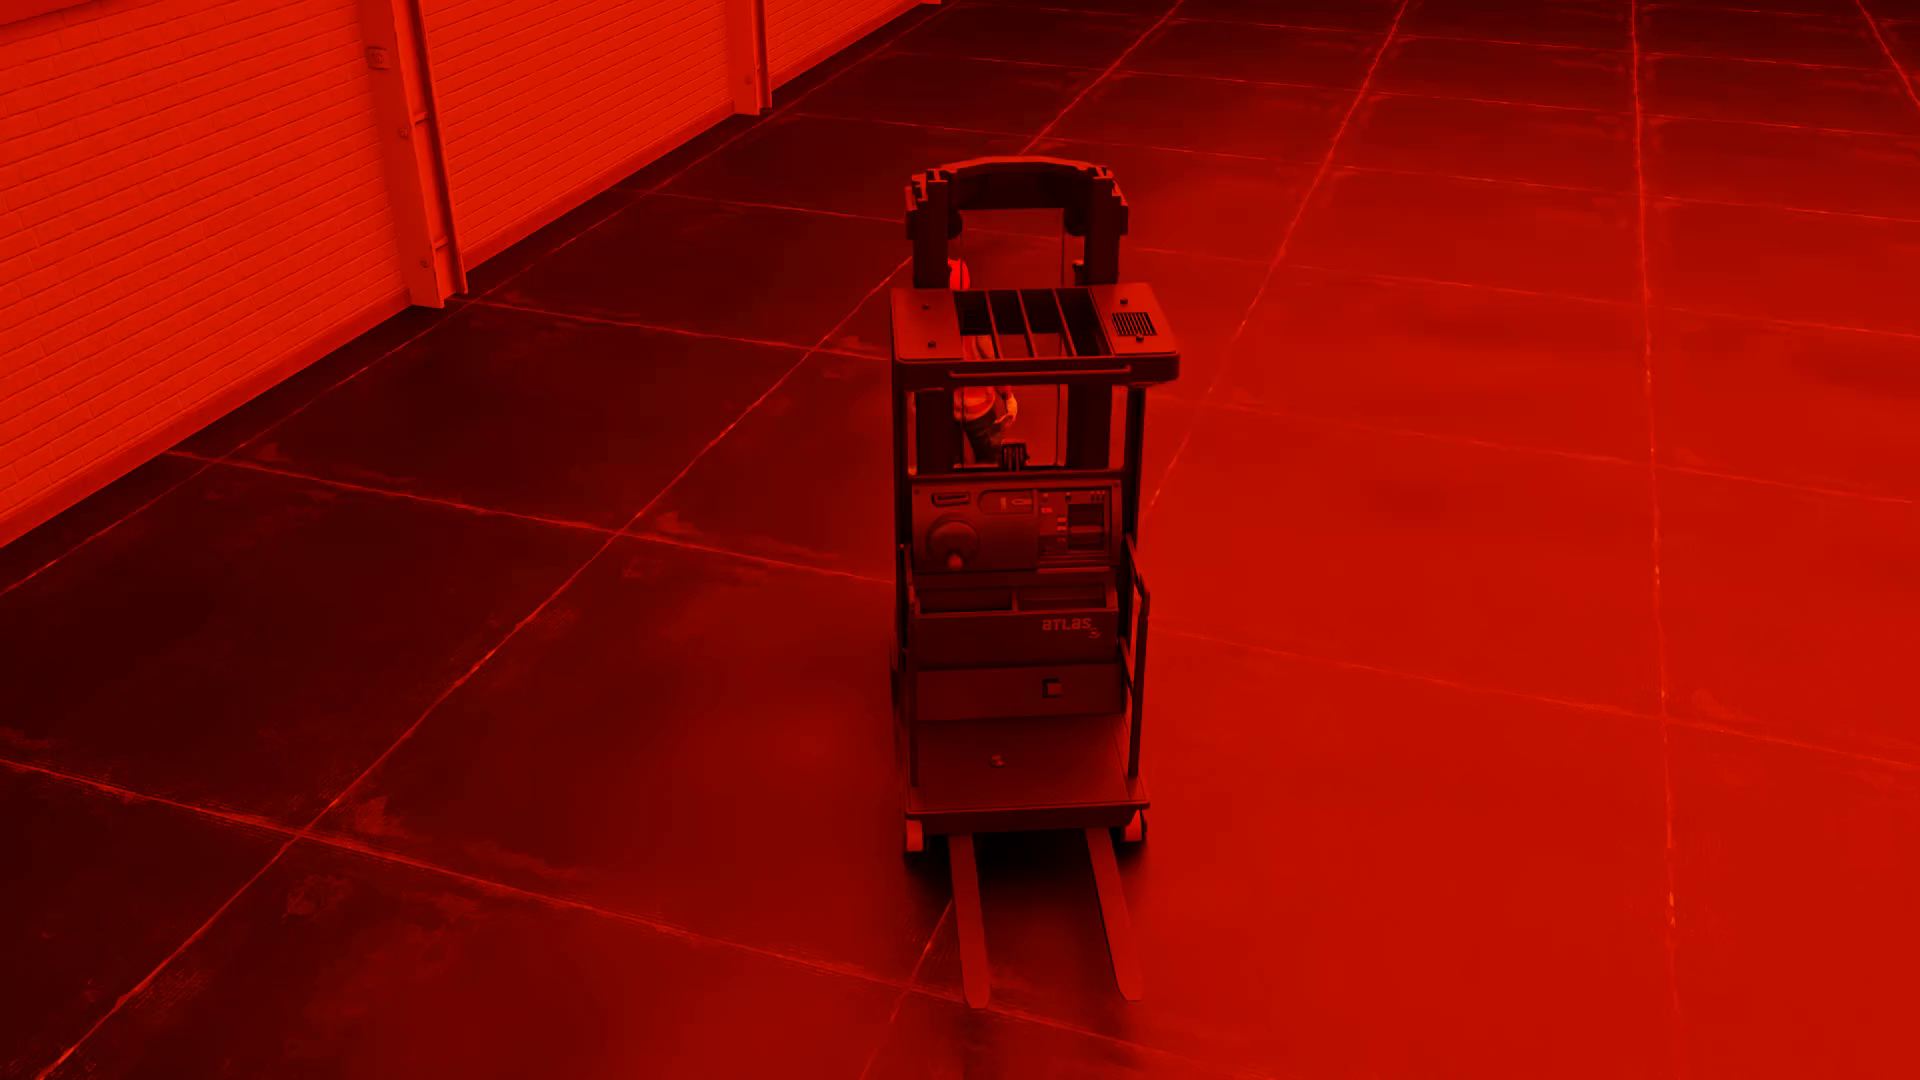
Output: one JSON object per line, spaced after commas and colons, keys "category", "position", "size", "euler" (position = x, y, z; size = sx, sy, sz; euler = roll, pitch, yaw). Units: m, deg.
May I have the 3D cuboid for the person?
{"category": "person", "position": [0.038, -0.820, 9.712], "size": [0.637, 1.790, 0.562], "euler": [10, 31, 16]}

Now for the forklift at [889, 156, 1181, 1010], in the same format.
{"category": "forklift", "position": [0.269, -0.018, 7.169], "size": [1.130, 2.935, 3.031], "euler": [-2, 30, -3]}
